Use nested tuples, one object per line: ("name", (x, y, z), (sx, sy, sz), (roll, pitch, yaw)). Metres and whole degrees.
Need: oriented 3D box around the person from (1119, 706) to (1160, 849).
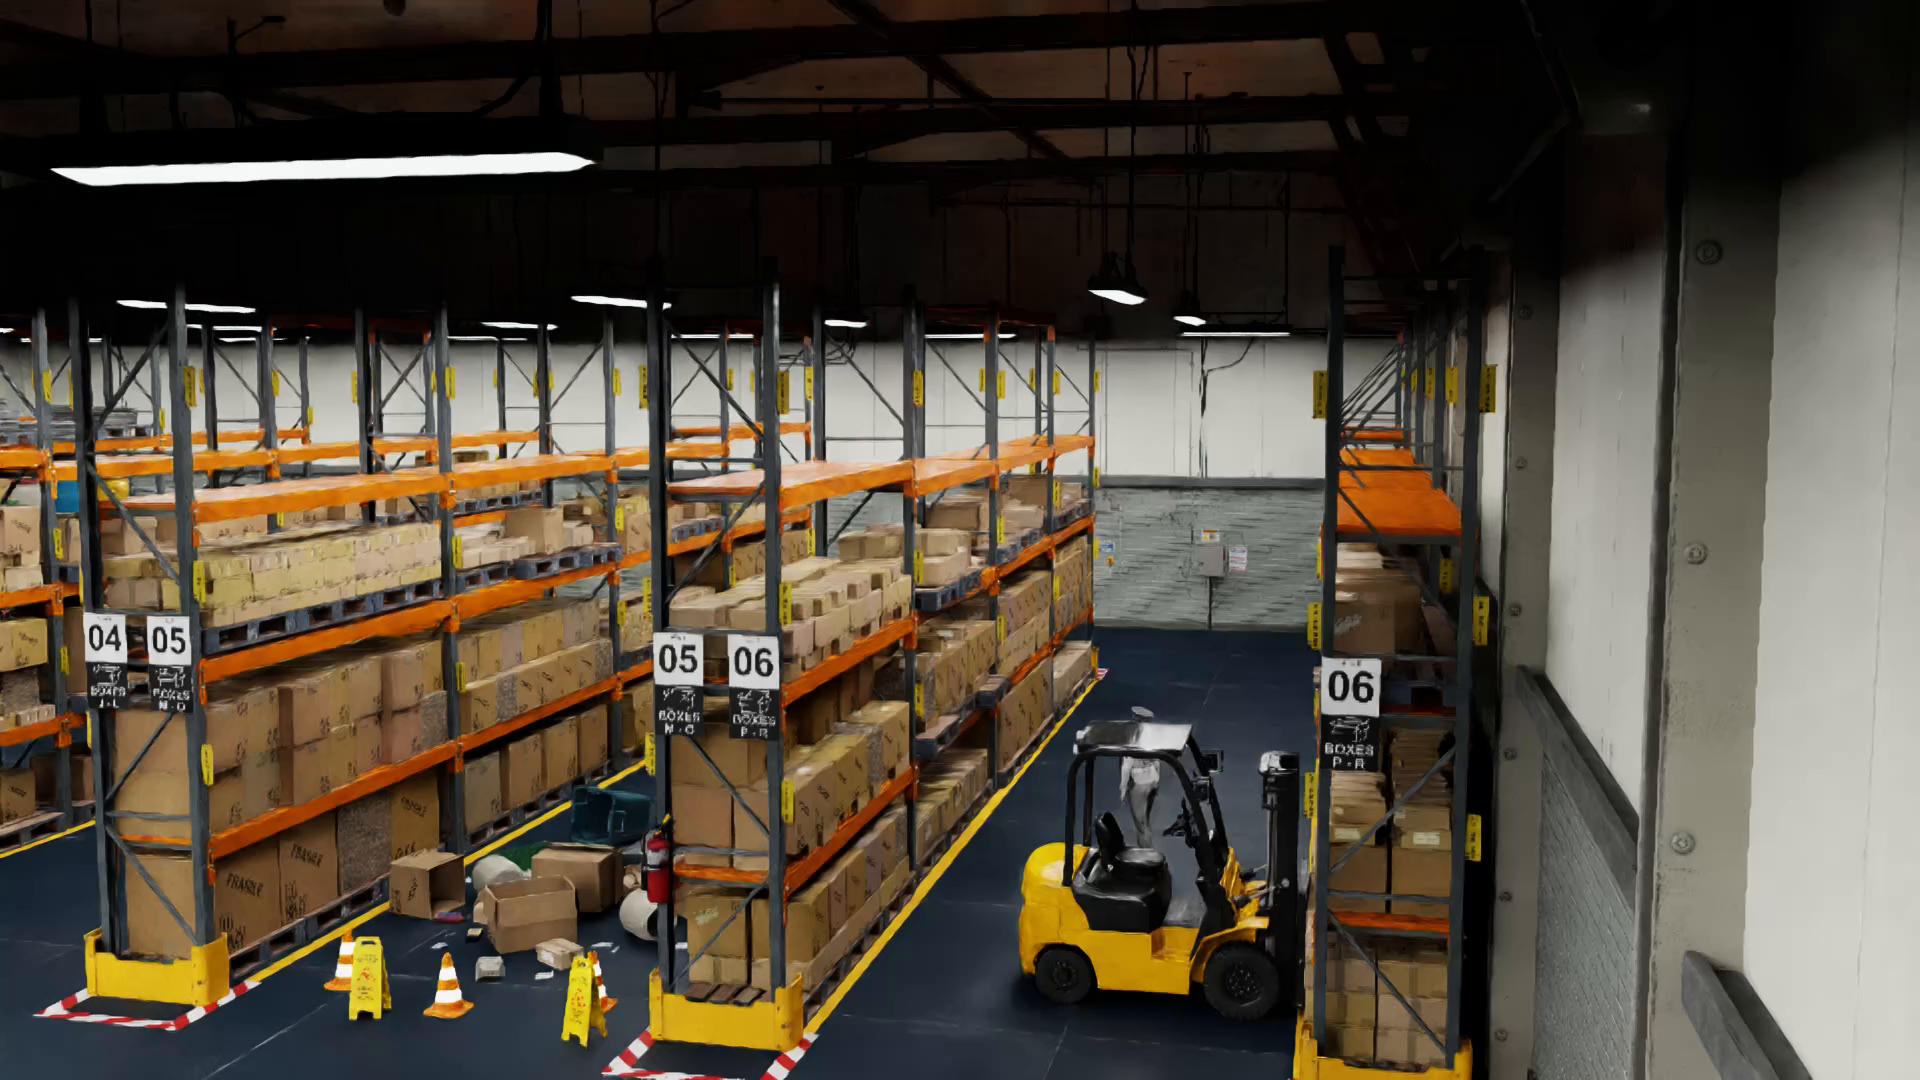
("person", (1.864, 2.576, 17.357), (0.539, 1.654, 0.573), (5, 8, 41))
